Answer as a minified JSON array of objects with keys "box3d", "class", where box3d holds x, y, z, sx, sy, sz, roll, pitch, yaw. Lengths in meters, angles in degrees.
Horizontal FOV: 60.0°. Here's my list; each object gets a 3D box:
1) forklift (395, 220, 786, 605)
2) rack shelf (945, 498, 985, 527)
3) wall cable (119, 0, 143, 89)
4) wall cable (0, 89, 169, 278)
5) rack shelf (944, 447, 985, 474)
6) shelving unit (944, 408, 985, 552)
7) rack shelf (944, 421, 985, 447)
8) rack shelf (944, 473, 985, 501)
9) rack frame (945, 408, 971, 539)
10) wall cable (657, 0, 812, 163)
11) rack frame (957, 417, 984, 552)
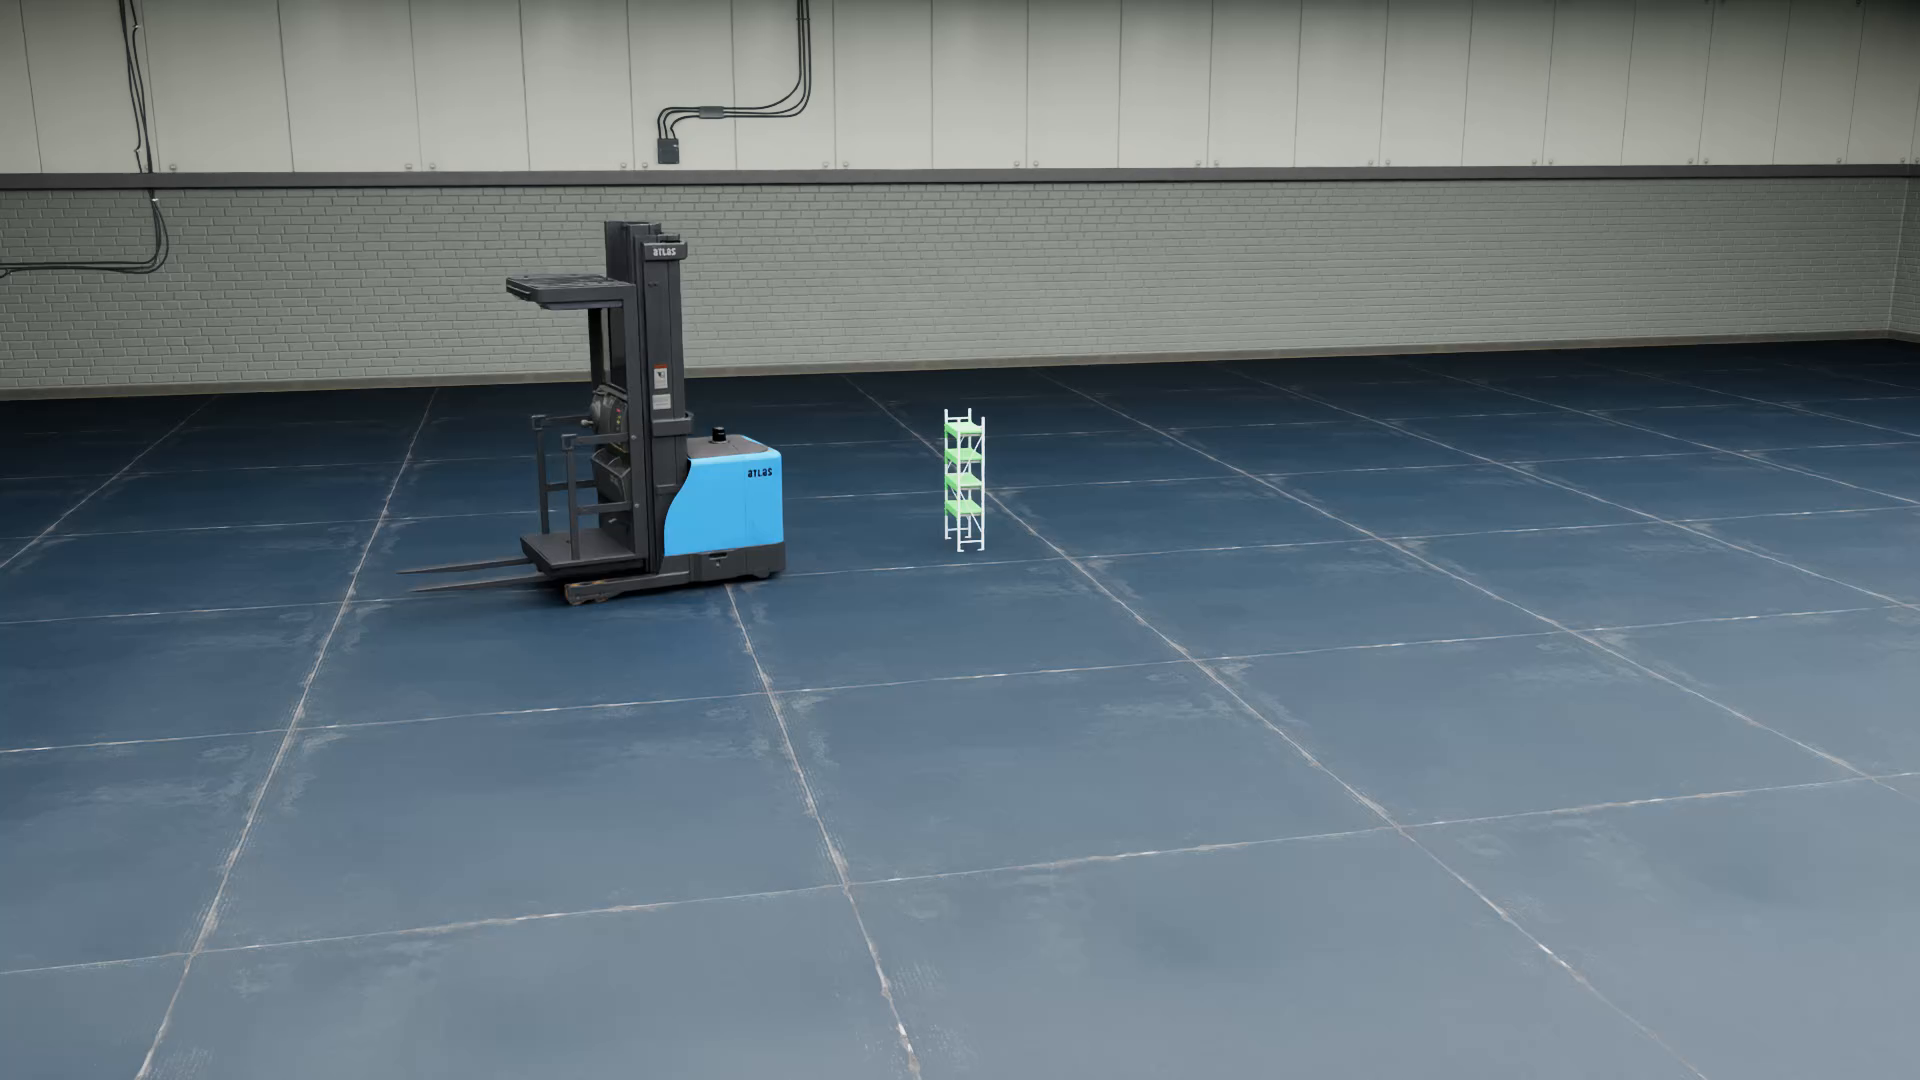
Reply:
[{"box3d":[-3.015,-1.052,13.382,3.031,2.935,1.130,-7,15,-26],"class":"forklift"},{"box3d":[0.039,-0.249,15.023,0.258,0.148,0.480,-3,14,-13],"class":"rack shelf"},{"box3d":[-9.924,-7.451,22.688,3.097,2.526,0.112,-3,14,-13],"class":"wall cable"},{"box3d":[-12.554,-4.847,22.670,3.097,2.526,0.112,-3,14,-13],"class":"wall cable"},{"box3d":[0.039,-0.716,14.910,0.258,0.148,0.480,-3,14,-13],"class":"rack shelf"},{"box3d":[0.039,-0.545,14.951,0.258,1.200,0.503,-3,14,-13],"class":"shelving unit"},{"box3d":[0.039,-0.949,14.853,0.258,0.148,0.480,-3,14,-13],"class":"rack shelf"},{"box3d":[0.039,-0.483,14.966,0.258,0.148,0.480,-3,14,-13],"class":"rack shelf"},{"box3d":[-0.018,-0.601,15.182,0.240,1.200,0.015,-3,14,-13],"class":"rack frame"},{"box3d":[-3.322,-8.533,24.049,2.305,6.003,0.169,-3,14,-13],"class":"wall cable"},{"box3d":[0.096,-0.488,14.721,0.240,1.200,0.015,-3,14,-13],"class":"rack frame"}]
